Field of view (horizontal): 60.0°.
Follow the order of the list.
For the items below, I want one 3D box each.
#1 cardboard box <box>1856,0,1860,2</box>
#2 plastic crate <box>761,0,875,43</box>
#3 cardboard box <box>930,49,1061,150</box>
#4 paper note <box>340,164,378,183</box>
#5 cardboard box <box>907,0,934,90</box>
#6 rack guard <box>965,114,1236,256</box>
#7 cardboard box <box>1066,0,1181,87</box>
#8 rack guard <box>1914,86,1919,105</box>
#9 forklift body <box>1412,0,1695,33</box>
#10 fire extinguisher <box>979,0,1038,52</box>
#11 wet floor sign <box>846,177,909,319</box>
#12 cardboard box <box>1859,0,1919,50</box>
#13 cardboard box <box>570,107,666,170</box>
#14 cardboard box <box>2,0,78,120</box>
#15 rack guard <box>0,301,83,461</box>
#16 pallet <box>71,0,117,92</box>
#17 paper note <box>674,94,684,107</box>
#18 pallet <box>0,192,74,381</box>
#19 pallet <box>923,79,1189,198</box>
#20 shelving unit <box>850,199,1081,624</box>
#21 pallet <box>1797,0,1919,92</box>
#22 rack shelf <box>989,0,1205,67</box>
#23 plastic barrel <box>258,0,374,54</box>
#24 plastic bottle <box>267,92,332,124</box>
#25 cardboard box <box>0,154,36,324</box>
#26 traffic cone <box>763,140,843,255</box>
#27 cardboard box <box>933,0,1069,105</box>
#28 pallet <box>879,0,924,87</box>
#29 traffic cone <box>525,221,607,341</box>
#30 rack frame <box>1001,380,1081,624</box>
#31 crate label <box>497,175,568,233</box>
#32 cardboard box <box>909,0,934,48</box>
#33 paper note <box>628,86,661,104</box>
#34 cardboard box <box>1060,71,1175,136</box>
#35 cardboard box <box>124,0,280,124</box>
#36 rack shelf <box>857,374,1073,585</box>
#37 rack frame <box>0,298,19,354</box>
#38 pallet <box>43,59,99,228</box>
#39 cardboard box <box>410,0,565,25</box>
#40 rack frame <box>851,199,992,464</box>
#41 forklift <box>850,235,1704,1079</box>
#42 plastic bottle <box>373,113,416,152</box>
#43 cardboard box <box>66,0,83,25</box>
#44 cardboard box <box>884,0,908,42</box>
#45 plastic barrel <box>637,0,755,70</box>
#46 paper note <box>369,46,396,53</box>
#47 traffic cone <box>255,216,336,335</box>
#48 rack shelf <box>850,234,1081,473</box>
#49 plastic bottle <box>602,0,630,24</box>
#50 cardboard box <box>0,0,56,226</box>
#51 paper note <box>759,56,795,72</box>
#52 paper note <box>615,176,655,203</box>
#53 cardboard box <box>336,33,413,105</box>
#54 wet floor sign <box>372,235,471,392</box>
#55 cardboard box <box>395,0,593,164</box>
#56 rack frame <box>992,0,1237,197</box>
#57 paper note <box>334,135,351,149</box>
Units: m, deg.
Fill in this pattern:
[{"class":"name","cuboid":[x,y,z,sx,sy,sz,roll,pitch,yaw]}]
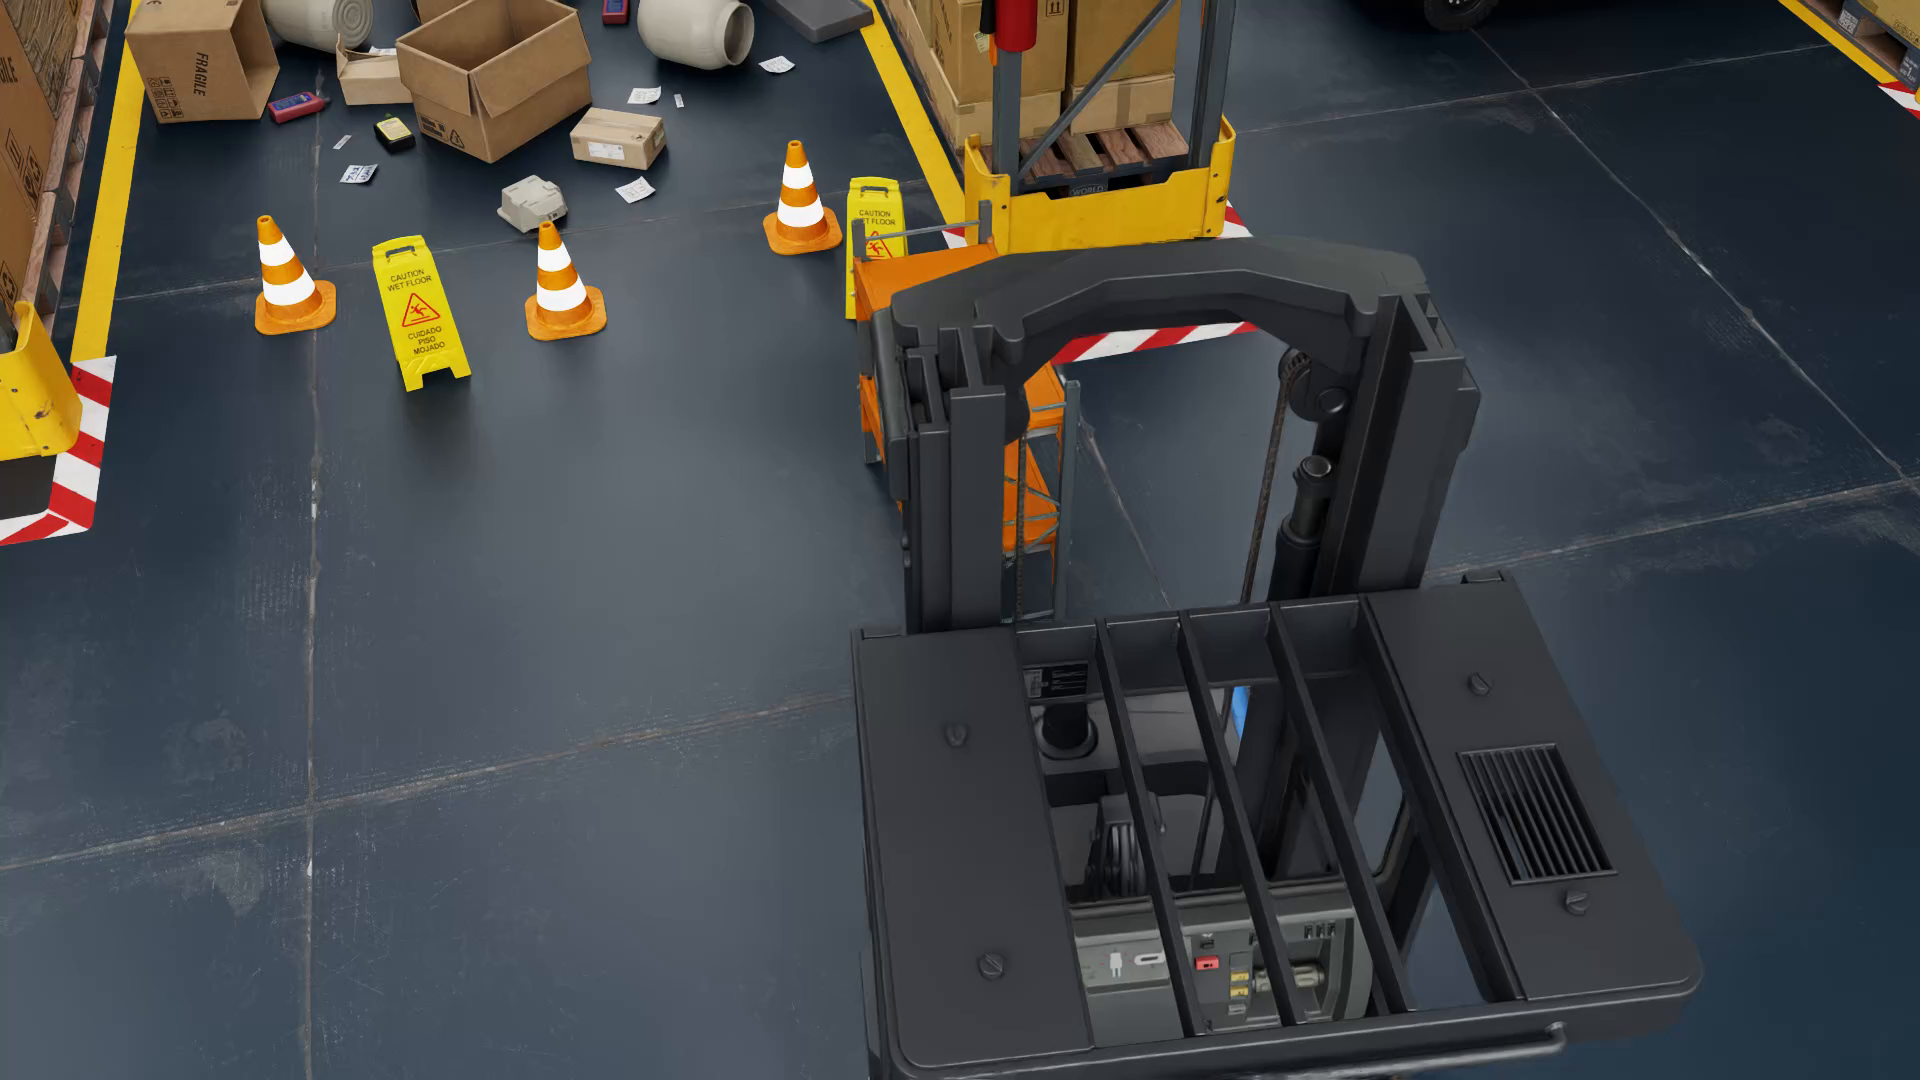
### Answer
[{"class":"cardboard box","cuboid":[4.888,-3.113,8.831,0.500,0.250,0.500,-11,47,-10]},{"class":"plastic crate","cuboid":[-0.780,-2.912,9.048,0.402,0.080,0.583,-26,51,-24]},{"class":"cardboard box","cuboid":[0.162,-2.116,7.855,0.500,0.250,0.500,-11,47,-11]},{"class":"paper note","cuboid":[-2.874,-1.756,7.950,0.144,0.017,0.142,4,46,4]},{"class":"cardboard box","cuboid":[0.043,-2.459,8.190,0.500,0.250,0.500,-11,47,-10]},{"class":"rack guard","cuboid":[0.615,-1.584,7.452,1.175,0.500,0.348,-11,47,-10]},{"class":"cardboard box","cuboid":[0.689,-2.477,7.683,0.500,0.500,0.500,-12,47,-12]},{"class":"rack guard","cuboid":[5.438,-2.425,8.276,1.175,0.500,0.348,-11,47,-10]},{"class":"forklift body","cuboid":[3.183,-3.995,8.659,2.313,2.155,1.214,-11,47,-10]},{"class":"fire extinguisher","cuboid":[0.219,-2.216,6.375,0.296,0.674,0.183,-11,47,-10]},{"class":"wet floor sign","cuboid":[-0.351,-1.255,7.028,0.267,0.644,0.232,4,46,4]},{"class":"cardboard box","cuboid":[5.007,-2.767,8.493,0.500,0.250,0.500,-10,46,-10]},{"class":"cardboard box","cuboid":[-1.653,-1.943,8.050,0.380,0.149,0.250,11,47,11]},{"class":"cardboard box","cuboid":[-4.820,-2.528,7.820,0.875,0.875,0.875,-10,46,-10]},{"class":"rack guard","cuboid":[-4.118,-0.540,6.429,1.175,0.500,0.348,-11,47,-10]},{"class":"pallet","cuboid":[-5.029,-2.678,8.726,1.003,0.211,1.213,-11,47,-10]},{"class":"paper note","cuboid":[-1.424,-2.226,8.425,0.032,0.001,0.123,-11,47,-10]},{"class":"pallet","cuboid":[-4.405,-0.993,7.075,1.003,0.211,1.213,-11,47,-10]},{"class":"pallet","cuboid":[0.442,-2.050,8.111,1.003,0.211,1.213,-11,47,-10]},{"class":"shelving unit","cuboid":[-0.002,-0.398,5.853,0.538,1.125,1.048,-11,47,-10]},{"class":"pallet","cuboid":[5.196,-2.861,8.906,1.003,0.211,1.213,-11,47,-10]},{"class":"rack shelf","cuboid":[0.123,-3.535,8.118,1.077,0.370,4.000,-11,47,-10]},{"class":"plastic barrel","cuboid":[-3.375,-2.788,8.686,0.512,0.421,0.421,19,48,17]},{"class":"plastic bottle","cuboid":[-3.312,-2.182,8.345,0.283,0.061,0.133,-26,51,-24]},{"class":"cardboard box","cuboid":[-4.362,-1.291,6.608,0.875,0.875,0.875,-10,47,-10]},{"class":"traffic cone","cuboid":[-0.722,-1.579,7.474,0.336,0.463,0.334,-11,47,-10]},{"class":"cardboard box","cuboid":[0.178,-2.359,7.567,0.500,0.500,0.500,-10,46,-10]},{"class":"pallet","cuboid":[0.133,-2.891,8.935,1.003,0.211,1.213,-11,47,-10]},{"class":"traffic cone","cuboid":[-1.708,-1.141,7.045,0.336,0.463,0.334,-11,47,-10]},{"class":"rack frame","cuboid":[0.128,-0.047,5.509,0.500,1.125,0.032,-11,47,-10]},{"class":"crate label","cuboid":[-1.969,-1.559,7.682,0.250,0.136,0.298,-35,55,-30]},{"class":"cardboard box","cuboid":[0.041,-2.718,7.920,0.500,0.500,0.500,-9,46,-9]},{"class":"paper note","cuboid":[-1.604,-2.265,8.457,0.148,0.019,0.142,4,46,4]},{"class":"cardboard box","cuboid":[0.696,-2.198,7.935,0.500,0.250,0.500,-11,47,-11]},{"class":"cardboard box","cuboid":[-3.759,-2.435,8.284,0.500,0.500,0.500,-3,46,-3]},{"class":"rack shelf","cuboid":[-0.002,-0.227,6.027,0.538,0.278,1.000,-11,47,-10]},{"class":"rack frame","cuboid":[-4.124,-1.431,5.552,1.000,3.000,0.127,-11,47,-10]},{"class":"pallet","cuboid":[-4.713,-1.834,7.899,1.003,0.211,1.213,-11,47,-10]},{"class":"cardboard box","cuboid":[-2.509,-2.974,8.717,0.797,0.637,0.503,-11,47,-10]},{"class":"rack frame","cuboid":[-0.132,-0.749,6.197,0.500,1.125,0.032,-11,47,-10]},{"class":"forklift","cuboid":[0.400,1.029,3.189,1.130,2.935,3.031,-5,46,-5]},{"class":"plastic bottle","cuboid":[-2.794,-2.009,8.176,0.133,0.061,0.283,-26,51,-24]},{"class":"cardboard box","cuboid":[-5.055,-3.149,8.430,0.875,0.875,0.875,-10,46,-10]},{"class":"cardboard box","cuboid":[-0.096,-2.819,8.544,0.500,0.250,0.500,-12,47,-12]},{"class":"plastic barrel","cuboid":[-1.357,-2.654,8.554,0.512,0.421,0.421,19,48,17]},{"class":"paper note","cuboid":[-3.032,-2.548,8.731,0.172,0.023,0.155,4,46,4]},{"class":"traffic cone","cuboid":[-2.887,-1.170,7.072,0.336,0.463,0.334,-11,47,-10]},{"class":"rack shelf","cuboid":[-0.002,-0.603,5.644,0.538,0.278,1.000,-11,47,-10]},{"class":"plastic bottle","cuboid":[-1.872,-2.905,9.054,0.133,0.061,0.283,-3,46,-3]},{"class":"cardboard box","cuboid":[-4.589,-1.898,7.203,0.875,0.875,0.875,-11,47,-11]},{"class":"paper note","cuboid":[-0.951,-2.478,8.658,0.142,0.019,0.148,-26,51,-24]},{"class":"paper note","cuboid":[-1.531,-1.656,7.851,0.148,0.019,0.142,-26,51,-24]},{"class":"cardboard box","cuboid":[-2.928,-2.386,8.402,0.396,0.266,0.258,-3,46,-3]},{"class":"wet floor sign","cuboid":[-2.203,-0.949,6.729,0.267,0.644,0.232,-18,48,-17]},{"class":"cardboard box","cuboid":[-2.262,-2.282,8.134,0.637,0.503,0.797,27,51,24]},{"class":"rack frame","cuboid":[0.635,-2.406,6.508,1.000,3.000,0.127,-11,47,-10]},{"class":"paper note","cuboid":[-3.030,-1.952,8.156,0.032,0.001,0.123,11,47,11]}]
